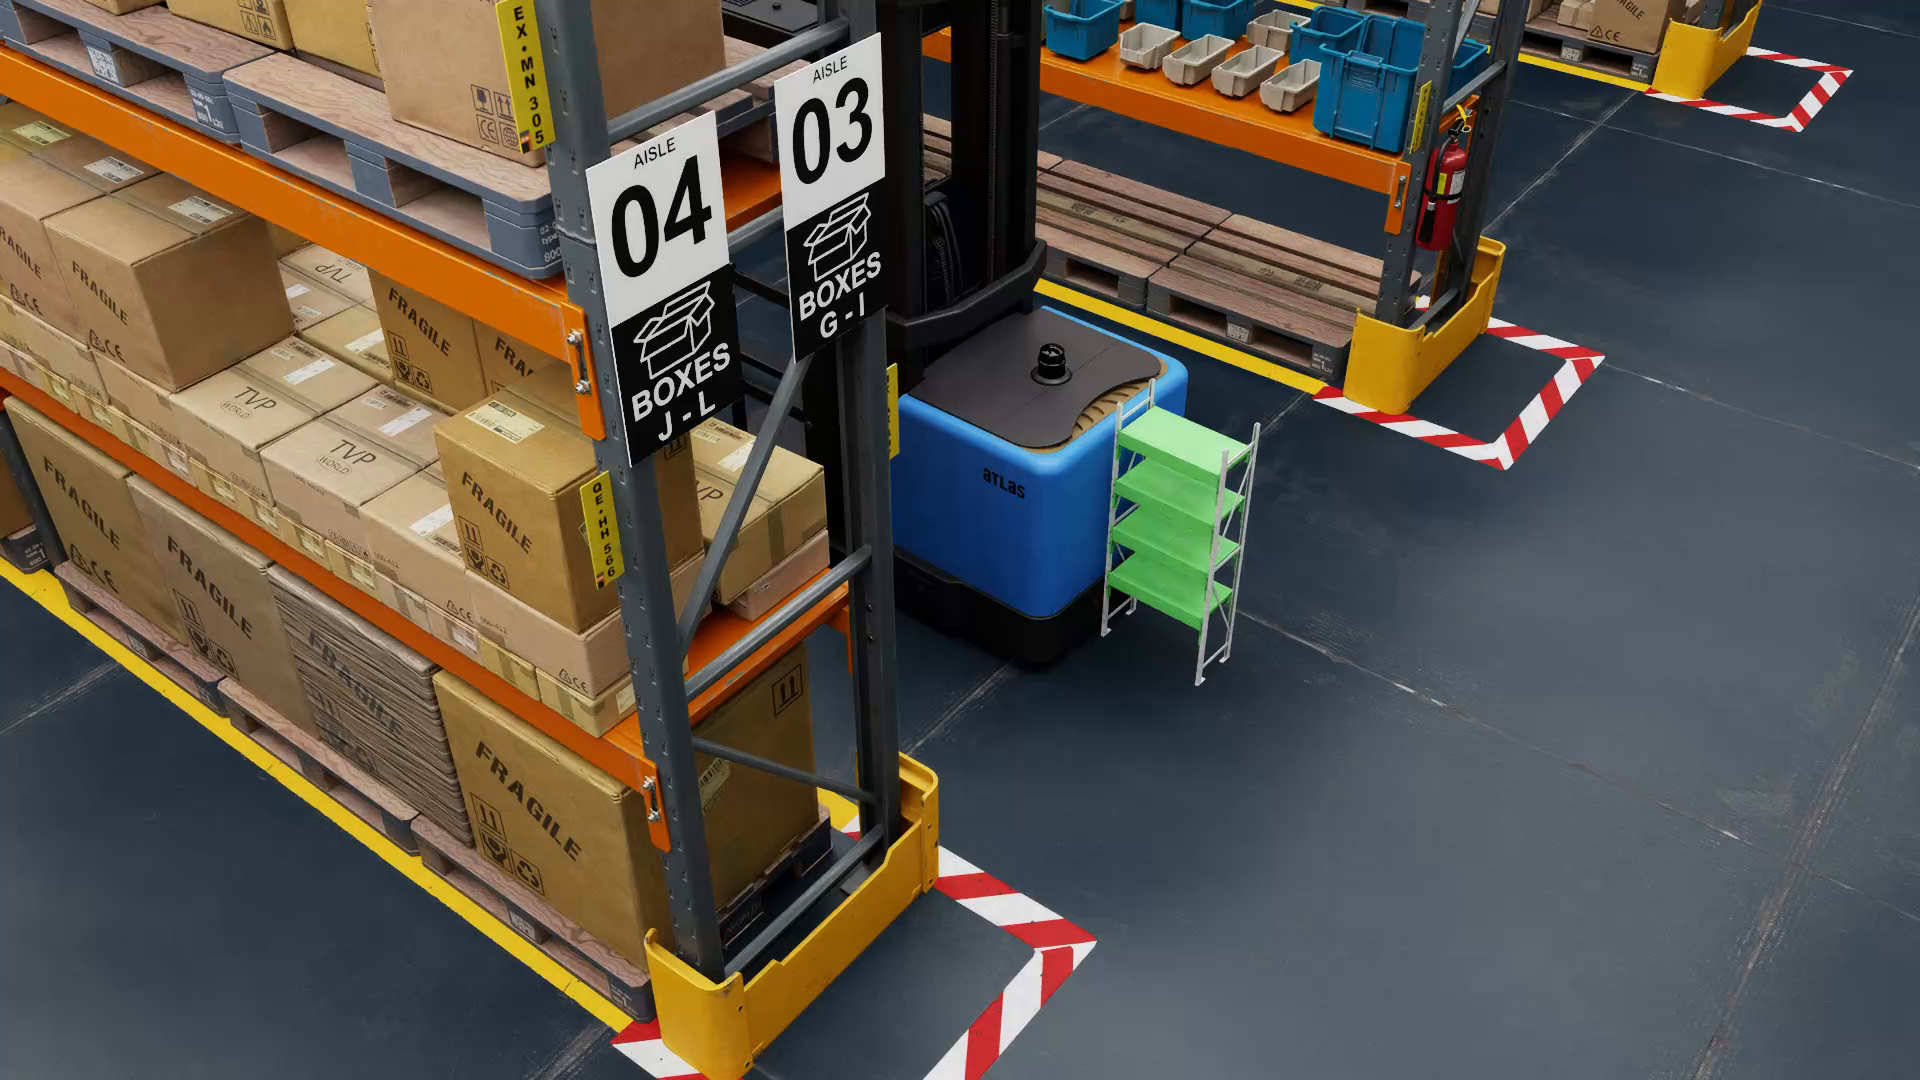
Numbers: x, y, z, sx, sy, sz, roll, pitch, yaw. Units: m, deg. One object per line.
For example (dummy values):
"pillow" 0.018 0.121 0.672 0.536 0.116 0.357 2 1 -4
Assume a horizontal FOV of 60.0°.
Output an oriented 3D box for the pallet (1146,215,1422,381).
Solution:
"pallet" 1.816 -1.390 9.354 1.213 0.211 1.003 25 45 29

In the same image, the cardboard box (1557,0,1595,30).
"cardboard box" 4.611 -3.921 12.266 0.250 0.166 0.380 25 45 29

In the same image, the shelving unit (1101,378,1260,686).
"shelving unit" 0.882 -0.015 6.796 0.503 1.200 0.258 27 46 30

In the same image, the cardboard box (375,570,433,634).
"cardboard box" -1.650 0.106 5.385 0.250 0.149 0.380 26 45 29

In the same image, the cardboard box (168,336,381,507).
"cardboard box" -2.331 -0.418 5.731 0.500 0.250 0.500 25 45 29

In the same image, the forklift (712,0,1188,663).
"forklift" -0.482 -1.403 7.164 3.031 2.935 1.130 27 46 30

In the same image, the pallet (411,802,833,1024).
"pallet" -1.244 1.102 6.171 1.213 0.211 1.003 25 45 29

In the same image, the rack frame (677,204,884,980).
"rack frame" -0.564 0.267 4.976 0.053 2.616 0.949 25 45 29

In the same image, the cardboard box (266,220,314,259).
"cardboard box" -2.816 -1.355 6.320 0.500 0.500 0.500 26 45 29

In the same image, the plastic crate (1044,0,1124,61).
"plastic crate" 0.660 -2.761 8.931 0.300 0.233 0.416 25 45 29

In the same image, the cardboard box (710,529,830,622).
"cardboard box" -0.643 0.070 5.432 0.250 0.149 0.380 26 45 29

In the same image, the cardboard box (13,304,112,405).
"cardboard box" -3.133 -0.798 6.216 0.500 0.250 0.500 25 44 28

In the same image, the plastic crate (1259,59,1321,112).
"plastic crate" 1.690 -2.297 8.415 0.243 0.136 0.396 25 45 29

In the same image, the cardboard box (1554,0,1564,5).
"cardboard box" 4.803 -4.205 12.561 0.500 0.250 0.500 25 45 29

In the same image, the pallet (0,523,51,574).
"pallet" -4.398 -0.387 8.073 1.213 0.211 1.003 25 45 29

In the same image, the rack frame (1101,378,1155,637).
"rack frame" 0.695 -0.112 6.920 0.015 1.200 0.240 27 46 30

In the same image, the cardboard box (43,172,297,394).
"cardboard box" -2.711 -0.901 5.739 0.500 0.500 0.500 24 44 27

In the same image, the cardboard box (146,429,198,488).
"cardboard box" -2.676 -0.375 6.000 0.250 0.149 0.380 26 45 29

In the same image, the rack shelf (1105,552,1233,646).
"rack shelf" 0.882 0.224 6.983 0.480 0.148 0.258 27 46 30

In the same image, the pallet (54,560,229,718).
"pallet" -3.183 0.188 7.338 1.213 0.211 1.003 25 45 29

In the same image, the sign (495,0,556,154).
"sign" -0.903 -0.973 3.472 0.005 0.325 0.100 25 45 29

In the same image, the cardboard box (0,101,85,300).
"cardboard box" -3.514 -1.282 6.226 0.500 0.500 0.500 25 45 29

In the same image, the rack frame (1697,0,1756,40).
"rack frame" 5.460 -4.584 11.172 0.127 3.000 1.000 25 45 29

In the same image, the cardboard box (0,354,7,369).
"cardboard box" -3.706 -0.860 6.619 0.250 0.149 0.380 25 45 29

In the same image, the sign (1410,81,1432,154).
"sign" 2.126 -1.949 7.674 0.005 0.325 0.100 25 45 29

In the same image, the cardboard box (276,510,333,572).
"cardboard box" -2.063 -0.087 5.631 0.250 0.149 0.380 25 45 29

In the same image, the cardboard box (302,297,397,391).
"cardboard box" -2.011 -0.679 6.065 0.500 0.250 0.500 24 44 28

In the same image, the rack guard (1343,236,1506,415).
"rack guard" 2.474 -1.173 8.843 0.348 0.500 1.175 25 45 29

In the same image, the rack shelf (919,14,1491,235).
"rack shelf" 0.859 -2.626 9.254 4.000 0.370 1.077 25 45 29

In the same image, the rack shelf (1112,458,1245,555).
"rack shelf" 0.882 -0.154 6.687 0.480 0.148 0.258 27 46 30

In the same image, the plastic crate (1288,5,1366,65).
"plastic crate" 1.928 -2.618 8.748 0.300 0.233 0.416 25 45 29

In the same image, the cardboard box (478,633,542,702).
"cardboard box" -1.252 0.295 5.143 0.250 0.149 0.380 26 45 29

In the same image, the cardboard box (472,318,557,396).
"cardboard box" -1.176 -0.587 5.339 0.500 0.500 0.500 24 44 28

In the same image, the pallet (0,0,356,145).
"pallet" -2.131 -1.610 5.012 1.213 0.211 1.003 25 45 29

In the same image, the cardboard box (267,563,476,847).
"cardboard box" -1.842 0.395 6.195 0.875 0.875 0.875 25 45 29

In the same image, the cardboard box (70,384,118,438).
"cardboard box" -3.078 -0.566 6.243 0.250 0.149 0.380 24 44 27

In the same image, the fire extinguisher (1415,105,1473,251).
"fire extinguisher" 2.291 -1.704 7.858 0.183 0.674 0.296 25 45 29

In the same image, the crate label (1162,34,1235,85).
"crate label" 1.232 -2.505 8.681 0.243 0.136 0.396 25 45 29

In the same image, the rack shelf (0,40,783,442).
"rack shelf" -2.150 -1.382 5.232 4.000 0.370 1.077 25 45 29

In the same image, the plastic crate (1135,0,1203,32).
"plastic crate" 1.167 -2.977 9.206 0.300 0.233 0.416 25 45 29

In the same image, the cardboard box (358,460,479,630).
"cardboard box" -1.510 -0.035 5.242 0.500 0.250 0.500 24 44 28

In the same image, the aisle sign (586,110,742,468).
"aisle sign" -0.687 -0.585 3.955 0.004 0.787 0.394 25 45 29

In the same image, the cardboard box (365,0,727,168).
"cardboard box" -1.007 -1.328 4.077 0.500 0.500 0.700 23 43 26

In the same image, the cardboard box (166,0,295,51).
"cardboard box" -1.821 -1.768 4.639 0.500 0.500 0.700 22 43 26
